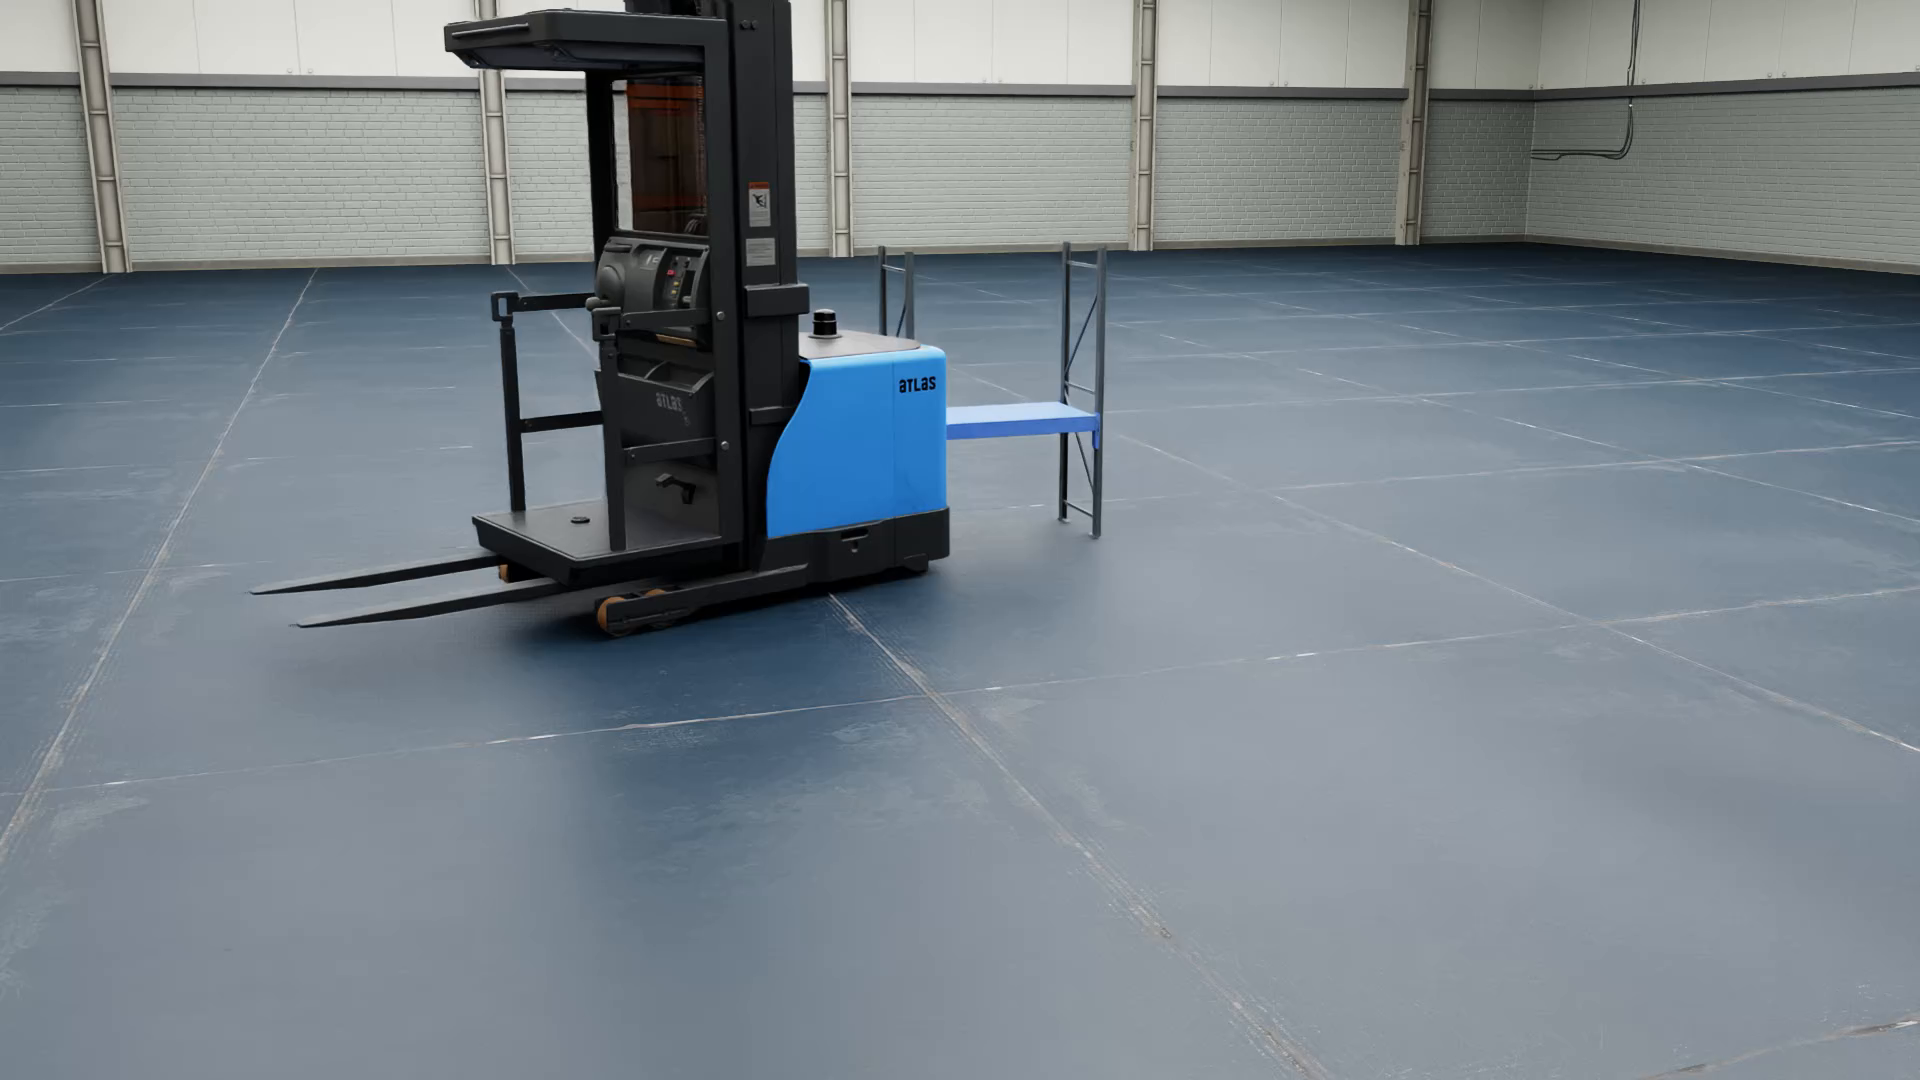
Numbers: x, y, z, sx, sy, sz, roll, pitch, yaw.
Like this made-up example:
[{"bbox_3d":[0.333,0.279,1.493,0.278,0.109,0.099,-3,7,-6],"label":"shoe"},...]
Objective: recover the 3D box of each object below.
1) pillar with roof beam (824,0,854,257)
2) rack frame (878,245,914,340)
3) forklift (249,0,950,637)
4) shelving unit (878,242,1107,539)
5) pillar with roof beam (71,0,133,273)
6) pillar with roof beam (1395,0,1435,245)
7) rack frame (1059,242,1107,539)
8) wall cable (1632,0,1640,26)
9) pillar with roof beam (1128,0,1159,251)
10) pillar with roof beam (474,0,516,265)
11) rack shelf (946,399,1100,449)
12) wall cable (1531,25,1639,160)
[{"bbox_3d":[-0.807,-8.630,25.478,0.400,9.000,9.100,-4,14,-18],"label":"pillar with roof beam"},{"bbox_3d":[-0.320,-0.714,8.402,0.032,1.500,0.500,-5,14,-19],"label":"rack frame"},{"bbox_3d":[-1.519,-1.160,7.184,3.031,2.935,1.130,-10,17,-37],"label":"forklift"},{"bbox_3d":[0.160,-0.753,8.567,1.048,1.500,0.538,-5,14,-19],"label":"shelving unit"},{"bbox_3d":[-12.180,-7.744,21.754,0.400,9.000,9.100,-4,14,-18],"label":"pillar with roof beam"},{"bbox_3d":[10.567,-9.516,29.201,0.400,9.000,9.100,-4,14,-18],"label":"pillar with roof beam"},{"bbox_3d":[0.639,-0.792,8.731,0.032,1.500,0.500,-5,14,-19],"label":"rack frame"},{"bbox_3d":[13.270,-10.740,30.146,0.112,2.526,3.097,-4,14,-18],"label":"wall cable"},{"bbox_3d":[4.880,-9.073,27.339,0.400,9.000,9.100,-4,14,-18],"label":"pillar with roof beam"},{"bbox_3d":[-6.493,-8.187,23.616,0.400,9.000,9.100,-4,14,-18],"label":"pillar with roof beam"},{"bbox_3d":[0.160,-0.578,8.608,1.000,0.185,0.538,-5,14,-19],"label":"rack shelf"},{"bbox_3d":[12.408,-8.877,33.224,0.112,2.526,3.097,-4,14,-18],"label":"wall cable"}]
